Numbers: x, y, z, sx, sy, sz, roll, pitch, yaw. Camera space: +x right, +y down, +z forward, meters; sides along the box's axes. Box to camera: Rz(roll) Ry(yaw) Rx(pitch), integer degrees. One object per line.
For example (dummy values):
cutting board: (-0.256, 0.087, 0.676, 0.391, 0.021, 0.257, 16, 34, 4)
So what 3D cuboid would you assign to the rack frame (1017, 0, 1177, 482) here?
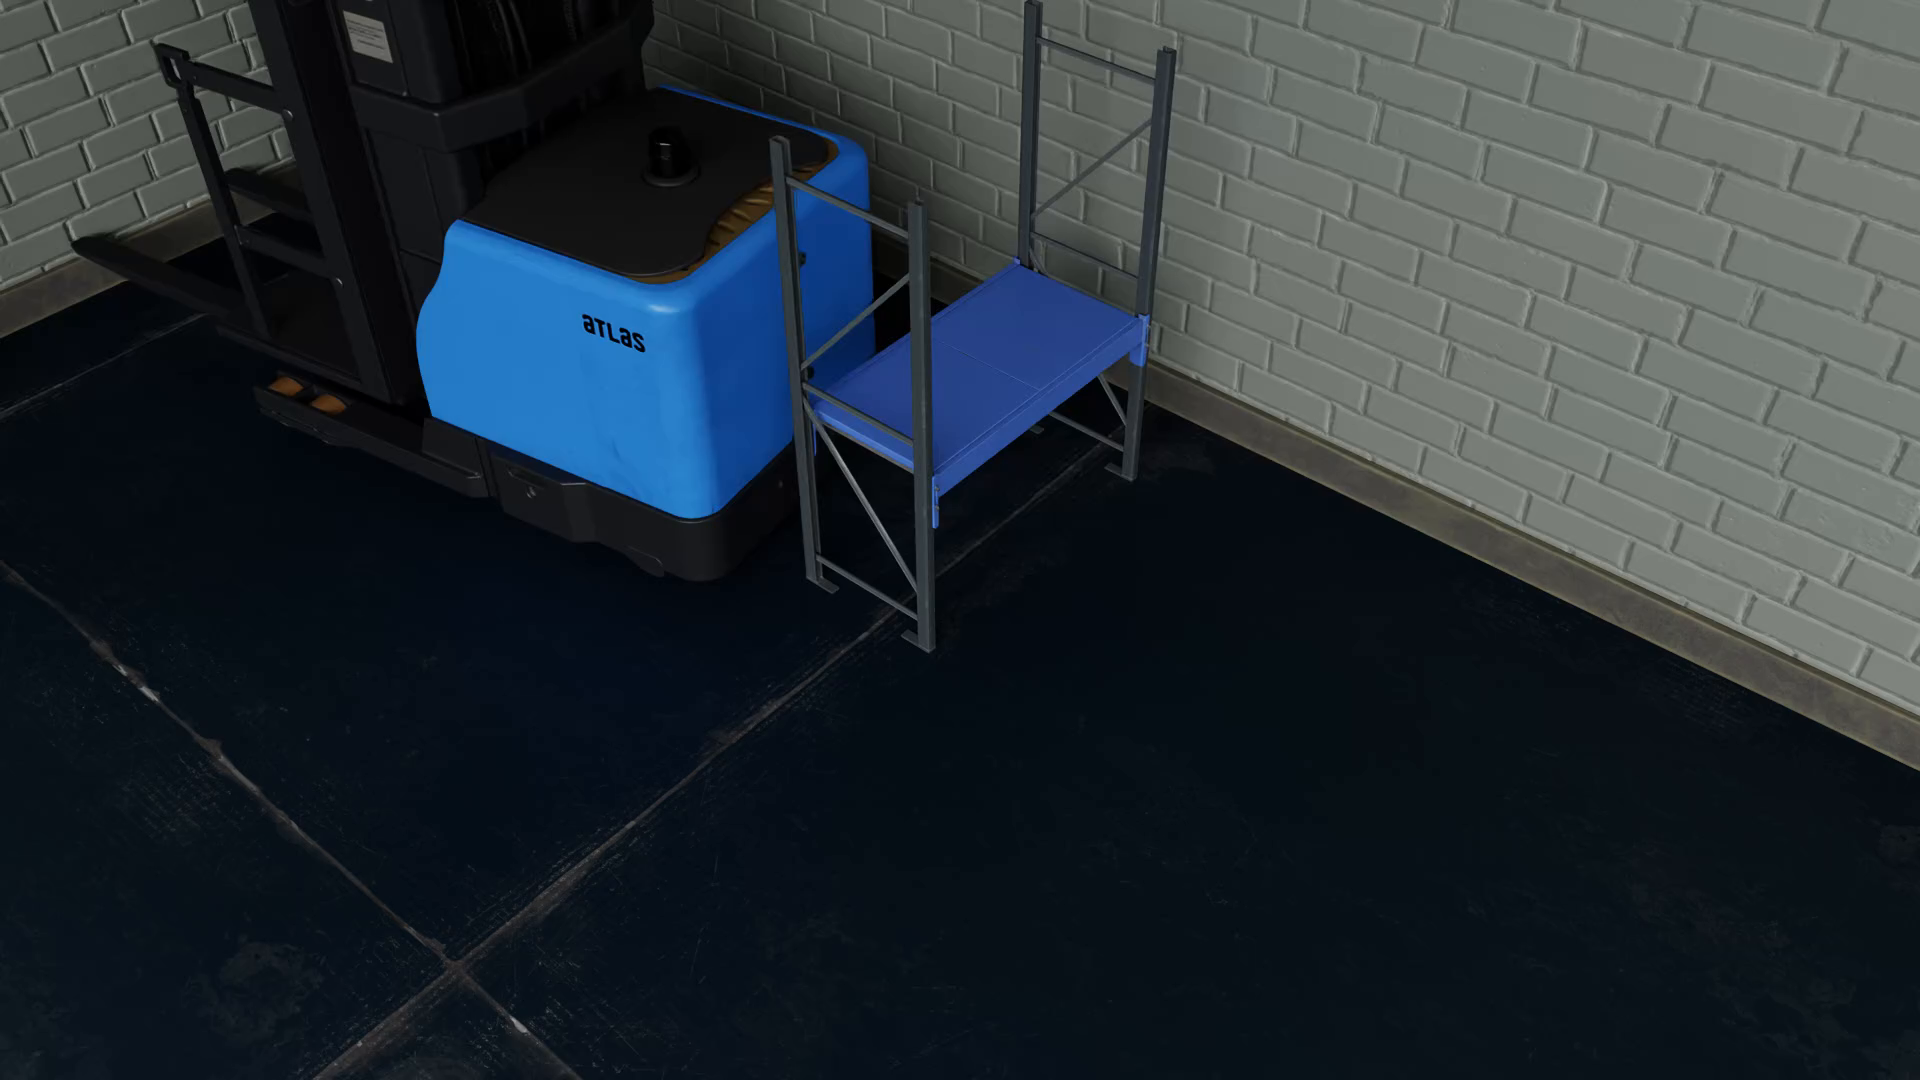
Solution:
rack frame: (0.382, -0.861, 5.082, 0.500, 1.500, 0.032, 29, 50, 28)

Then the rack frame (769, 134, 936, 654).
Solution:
rack frame: (-0.272, -0.337, 4.506, 0.500, 1.500, 0.032, 29, 50, 28)

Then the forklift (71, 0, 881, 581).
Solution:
forklift: (-1.794, -1.693, 4.933, 3.031, 2.935, 1.130, 21, 46, 22)

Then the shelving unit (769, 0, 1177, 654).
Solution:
shelving unit: (0.055, -0.599, 4.794, 0.538, 1.500, 1.048, 29, 50, 28)

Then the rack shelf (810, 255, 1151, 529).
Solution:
rack shelf: (0.055, -0.466, 4.915, 0.538, 0.185, 1.000, 29, 50, 28)
